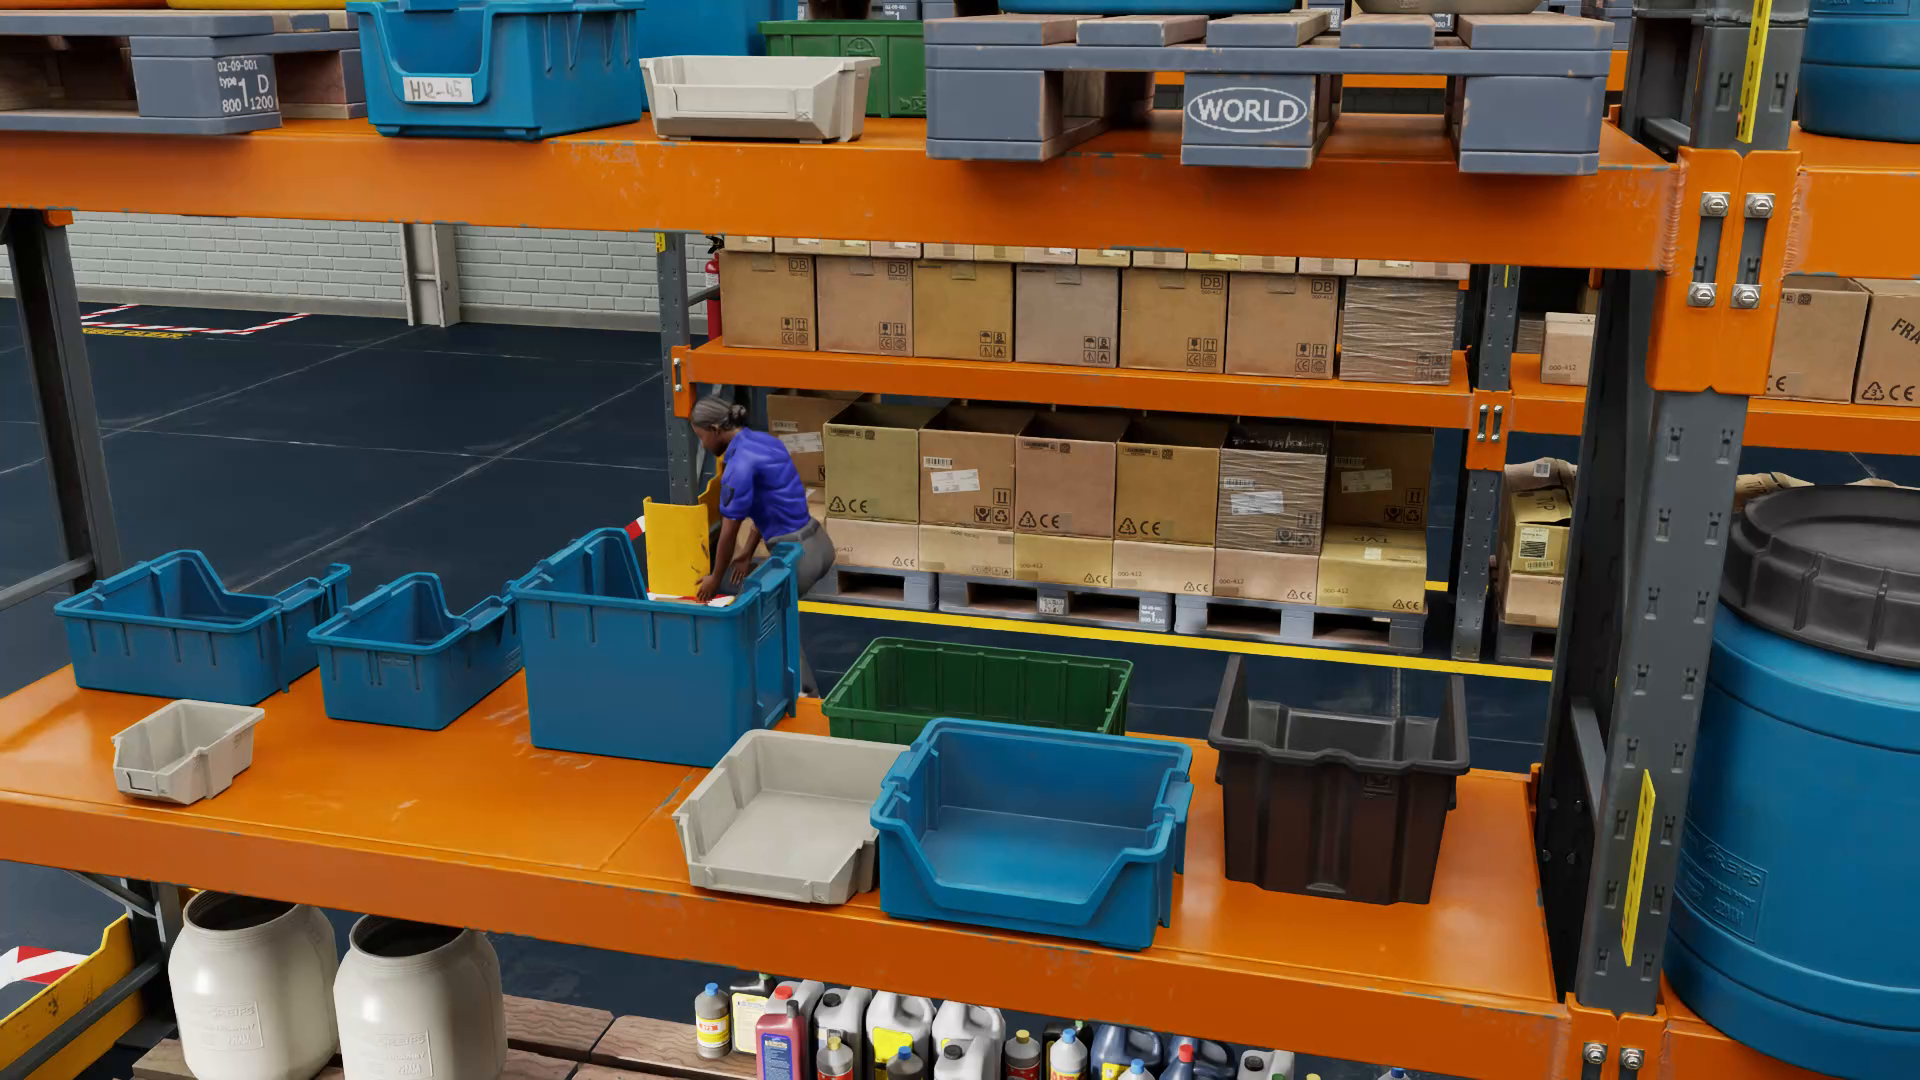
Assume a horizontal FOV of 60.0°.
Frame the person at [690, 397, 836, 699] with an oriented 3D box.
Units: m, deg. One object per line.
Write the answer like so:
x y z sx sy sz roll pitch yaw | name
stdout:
-0.846 0.100 7.128 0.576 1.442 0.492 5 19 14 | person
